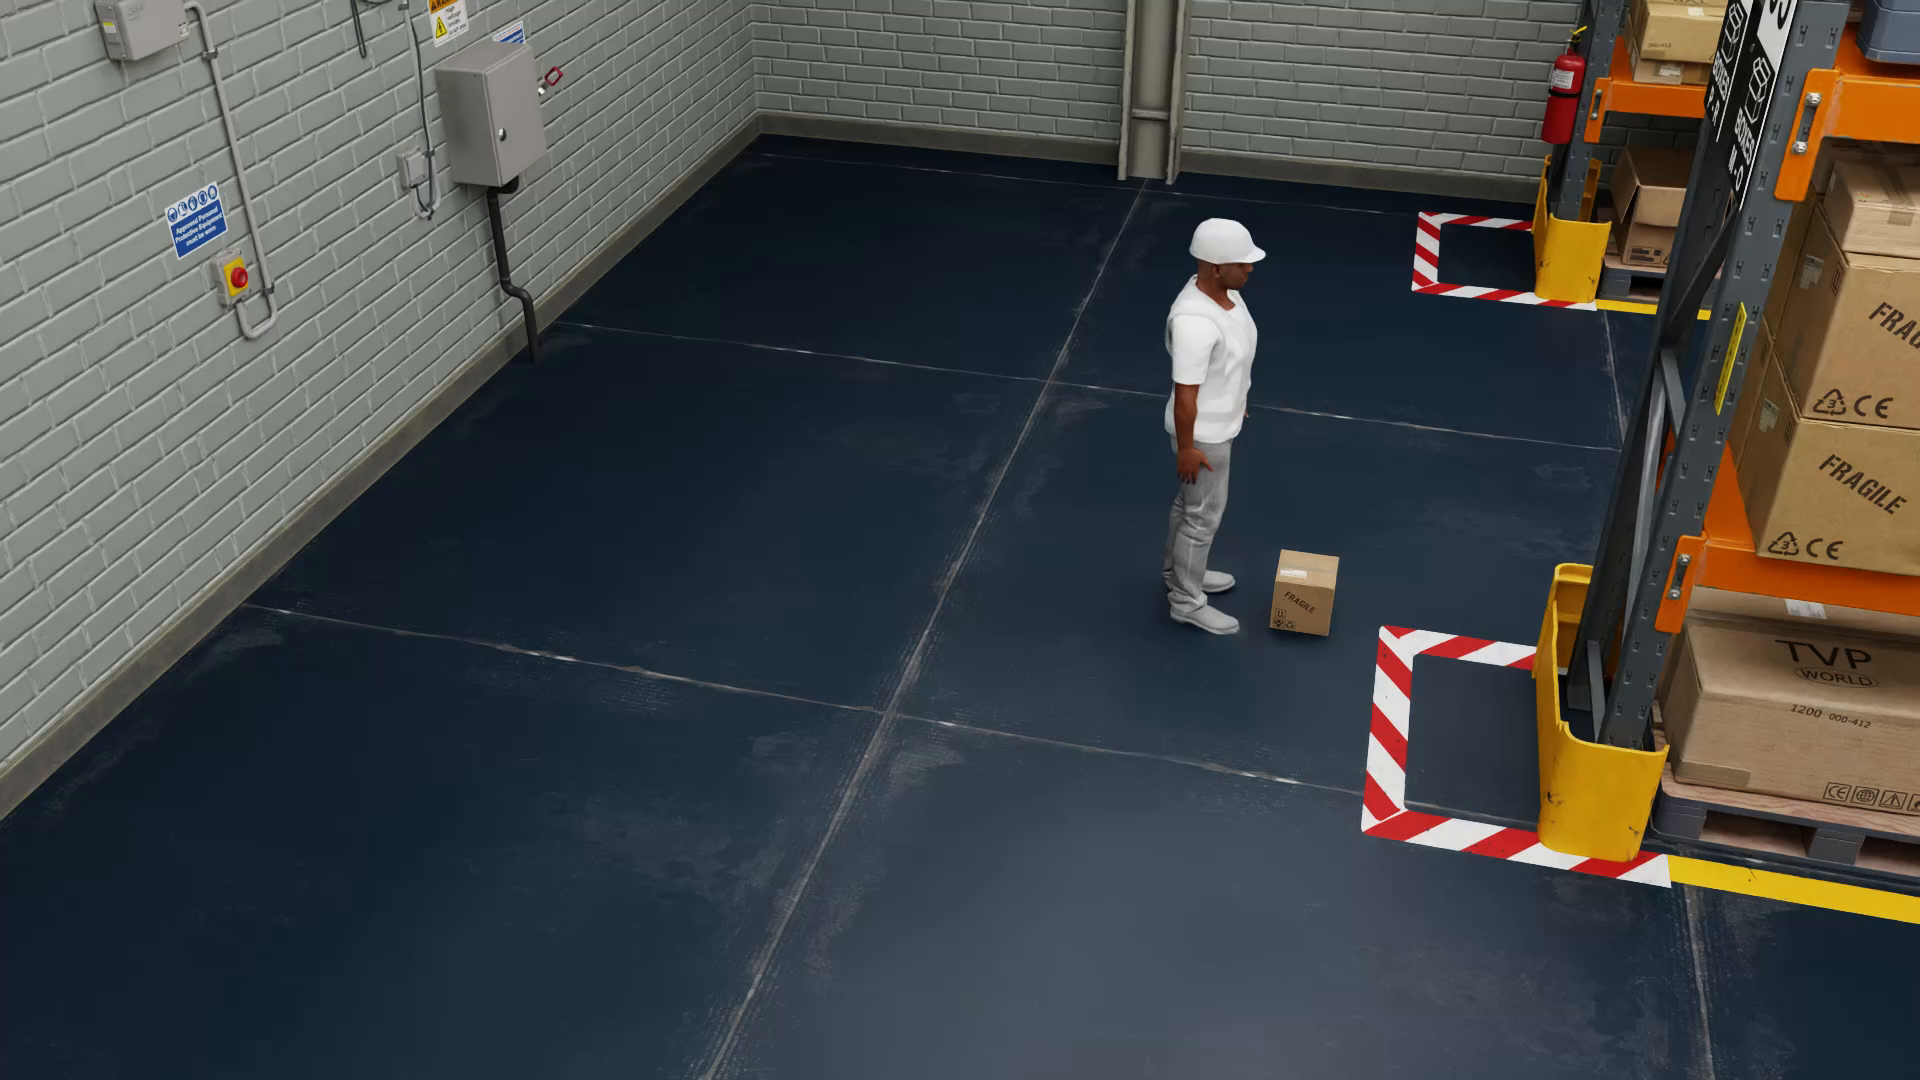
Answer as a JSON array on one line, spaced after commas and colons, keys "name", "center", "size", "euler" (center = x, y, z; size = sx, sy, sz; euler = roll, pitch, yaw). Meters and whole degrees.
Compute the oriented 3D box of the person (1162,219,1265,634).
[{"name": "person", "center": [1.052, -0.480, 6.871], "size": [0.419, 1.779, 0.582], "euler": [9, 34, 14]}]
